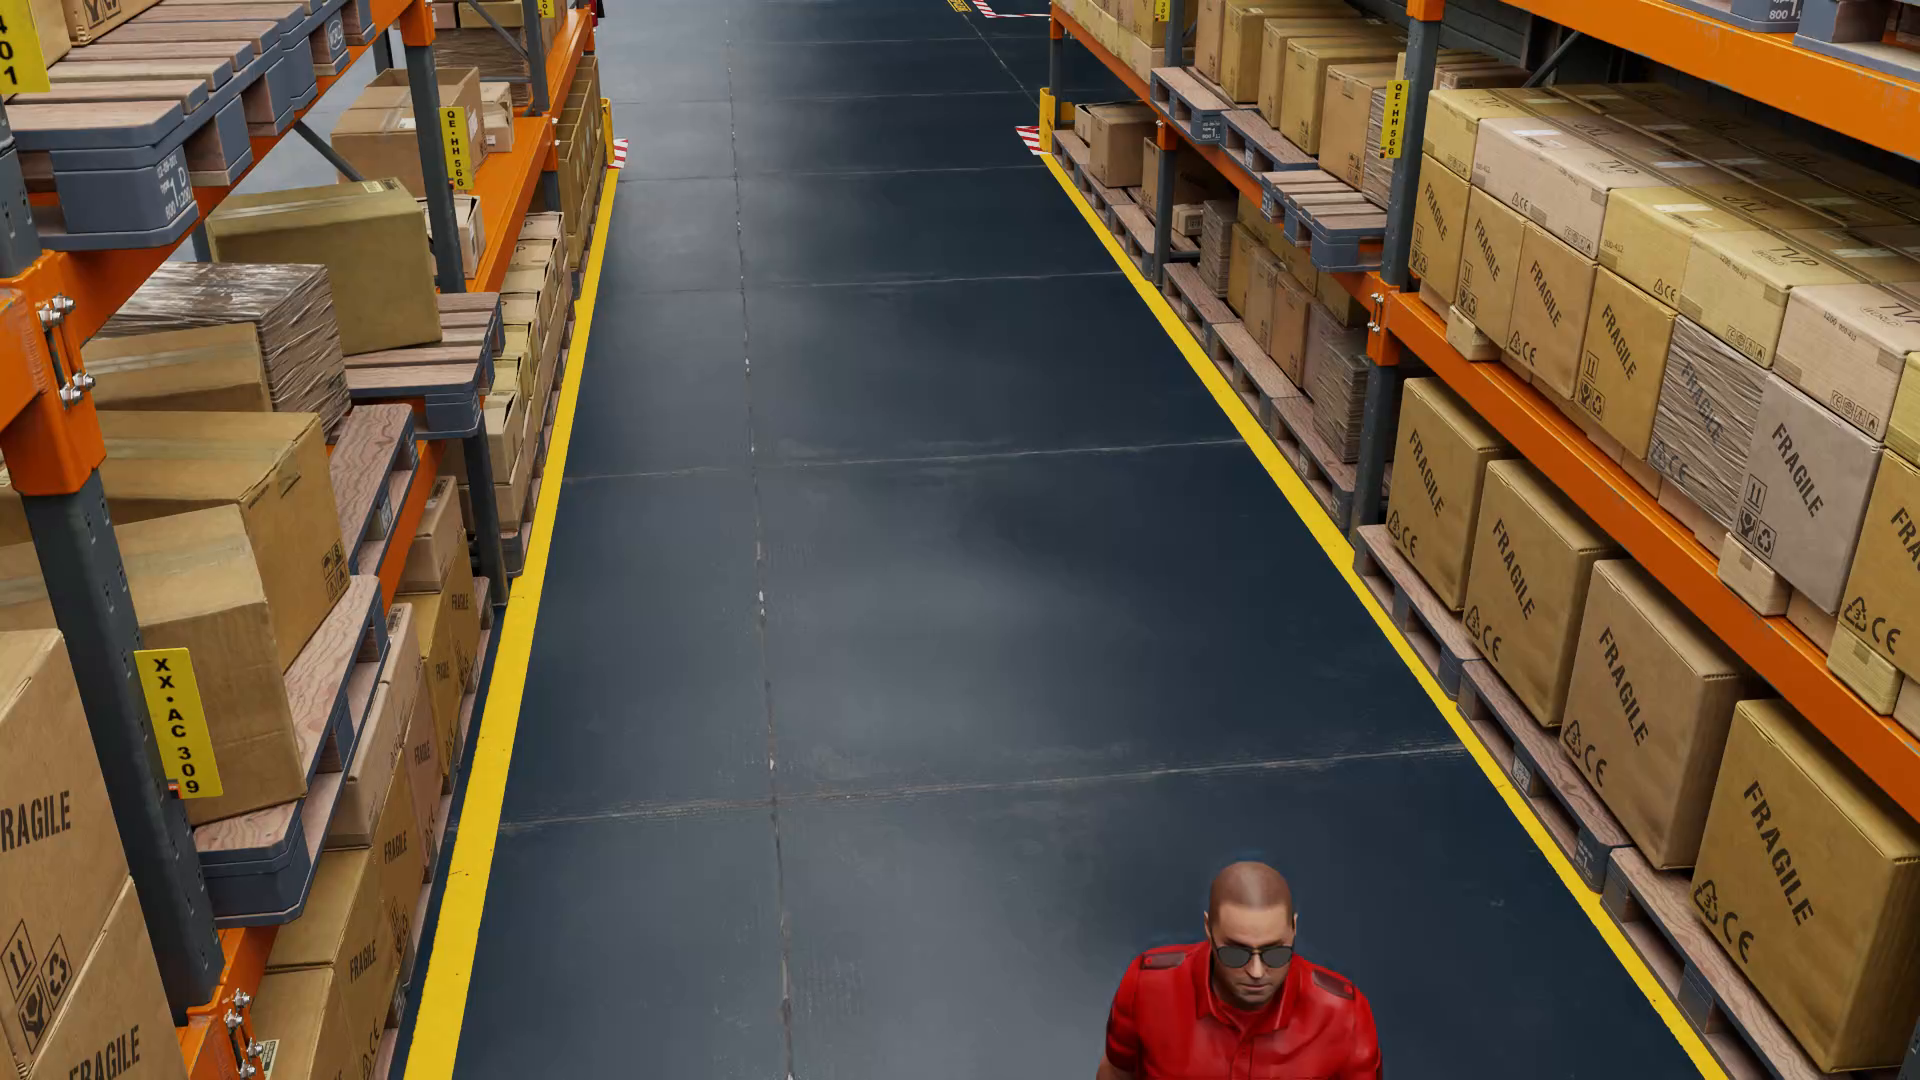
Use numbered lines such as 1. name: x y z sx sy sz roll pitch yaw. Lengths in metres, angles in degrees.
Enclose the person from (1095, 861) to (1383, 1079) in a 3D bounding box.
1. person: 0.537 1.426 3.405 0.602 1.577 1.029 3 27 6
